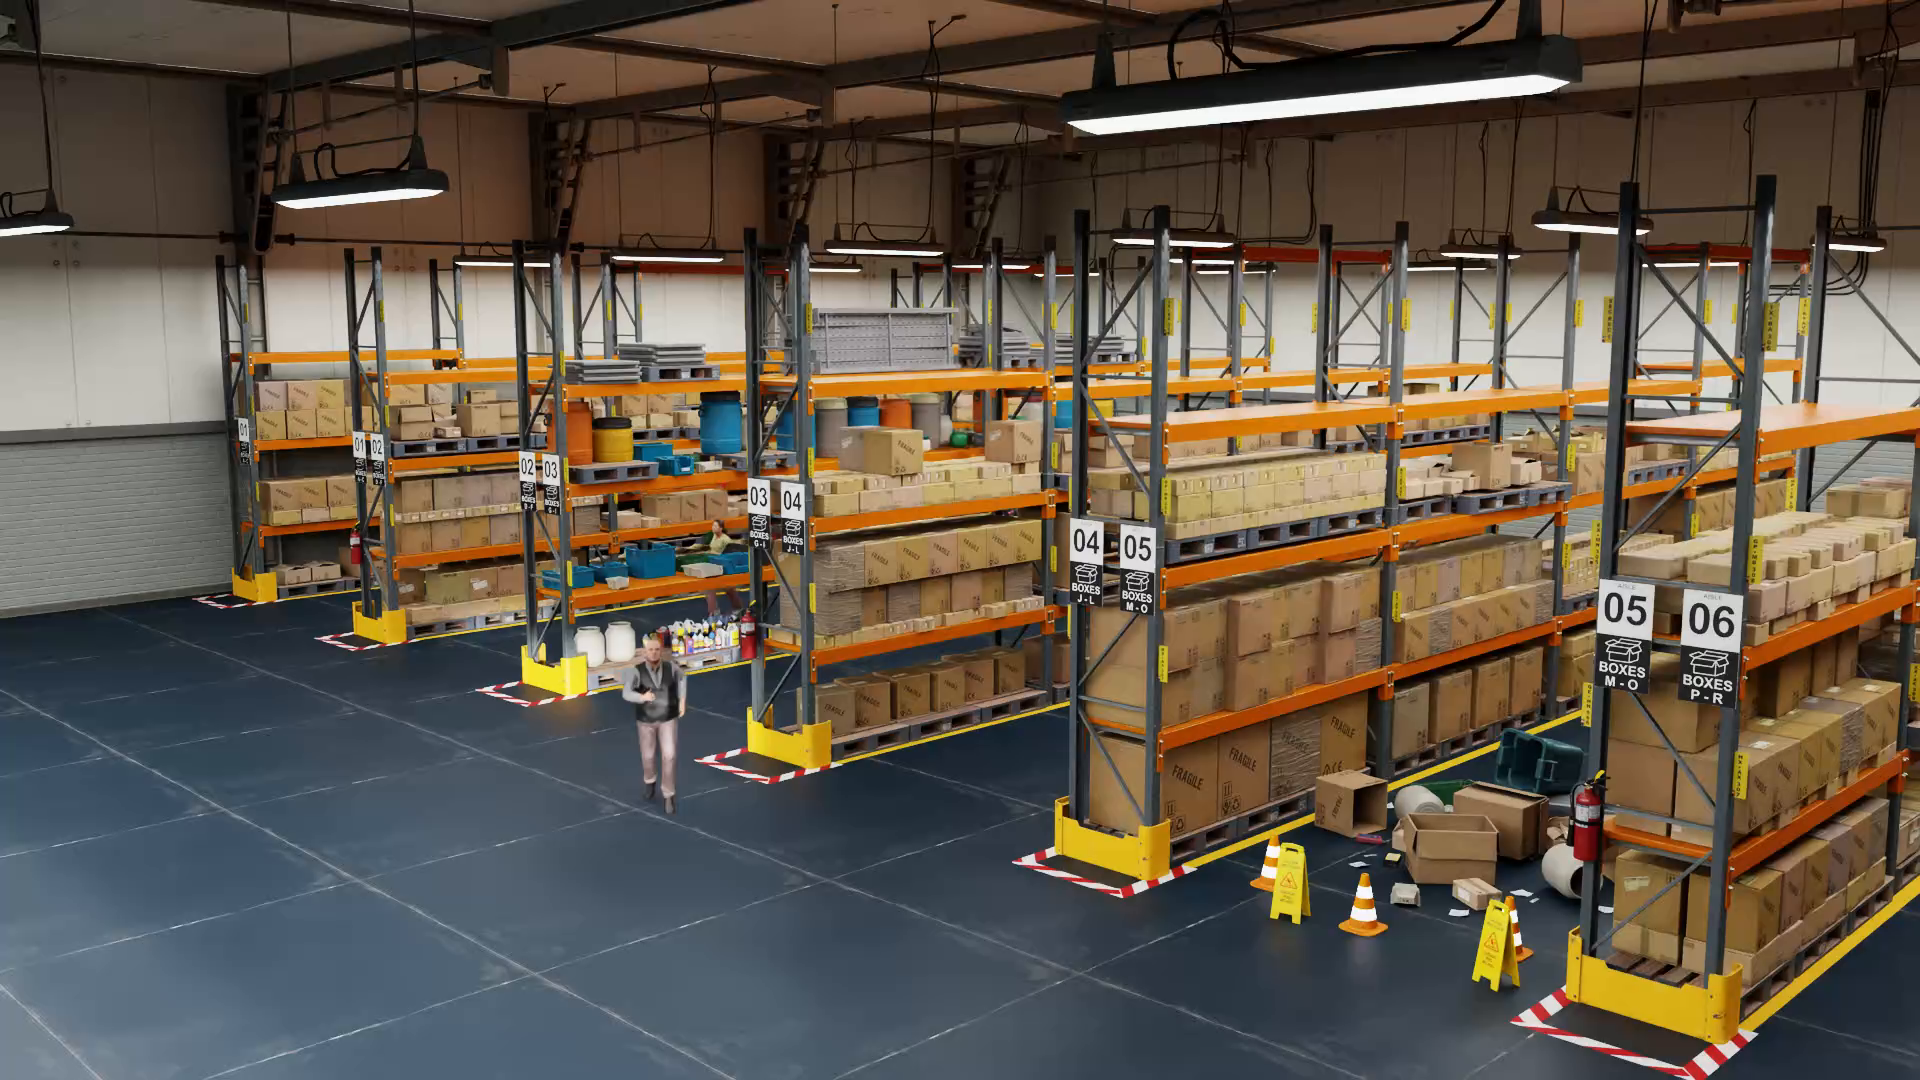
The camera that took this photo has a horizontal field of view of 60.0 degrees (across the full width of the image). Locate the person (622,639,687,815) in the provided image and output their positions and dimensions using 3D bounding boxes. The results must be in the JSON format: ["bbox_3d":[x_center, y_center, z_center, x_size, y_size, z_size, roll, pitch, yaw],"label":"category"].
[{"bbox_3d":[-3.133,1.898,17.124,0.671,1.789,0.786,-2,8,-12],"label":"person"}]

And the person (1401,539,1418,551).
[{"bbox_3d":[6.833,0.722,25.596,0.500,1.662,0.636,-6,10,-36],"label":"person"}]

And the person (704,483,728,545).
[{"bbox_3d":[-4.736,-0.306,32.458,0.664,1.739,0.603,7,11,42],"label":"person"}]

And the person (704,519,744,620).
[{"bbox_3d":[-3.847,0.487,27.188,0.599,1.697,0.817,7,11,40],"label":"person"}]
